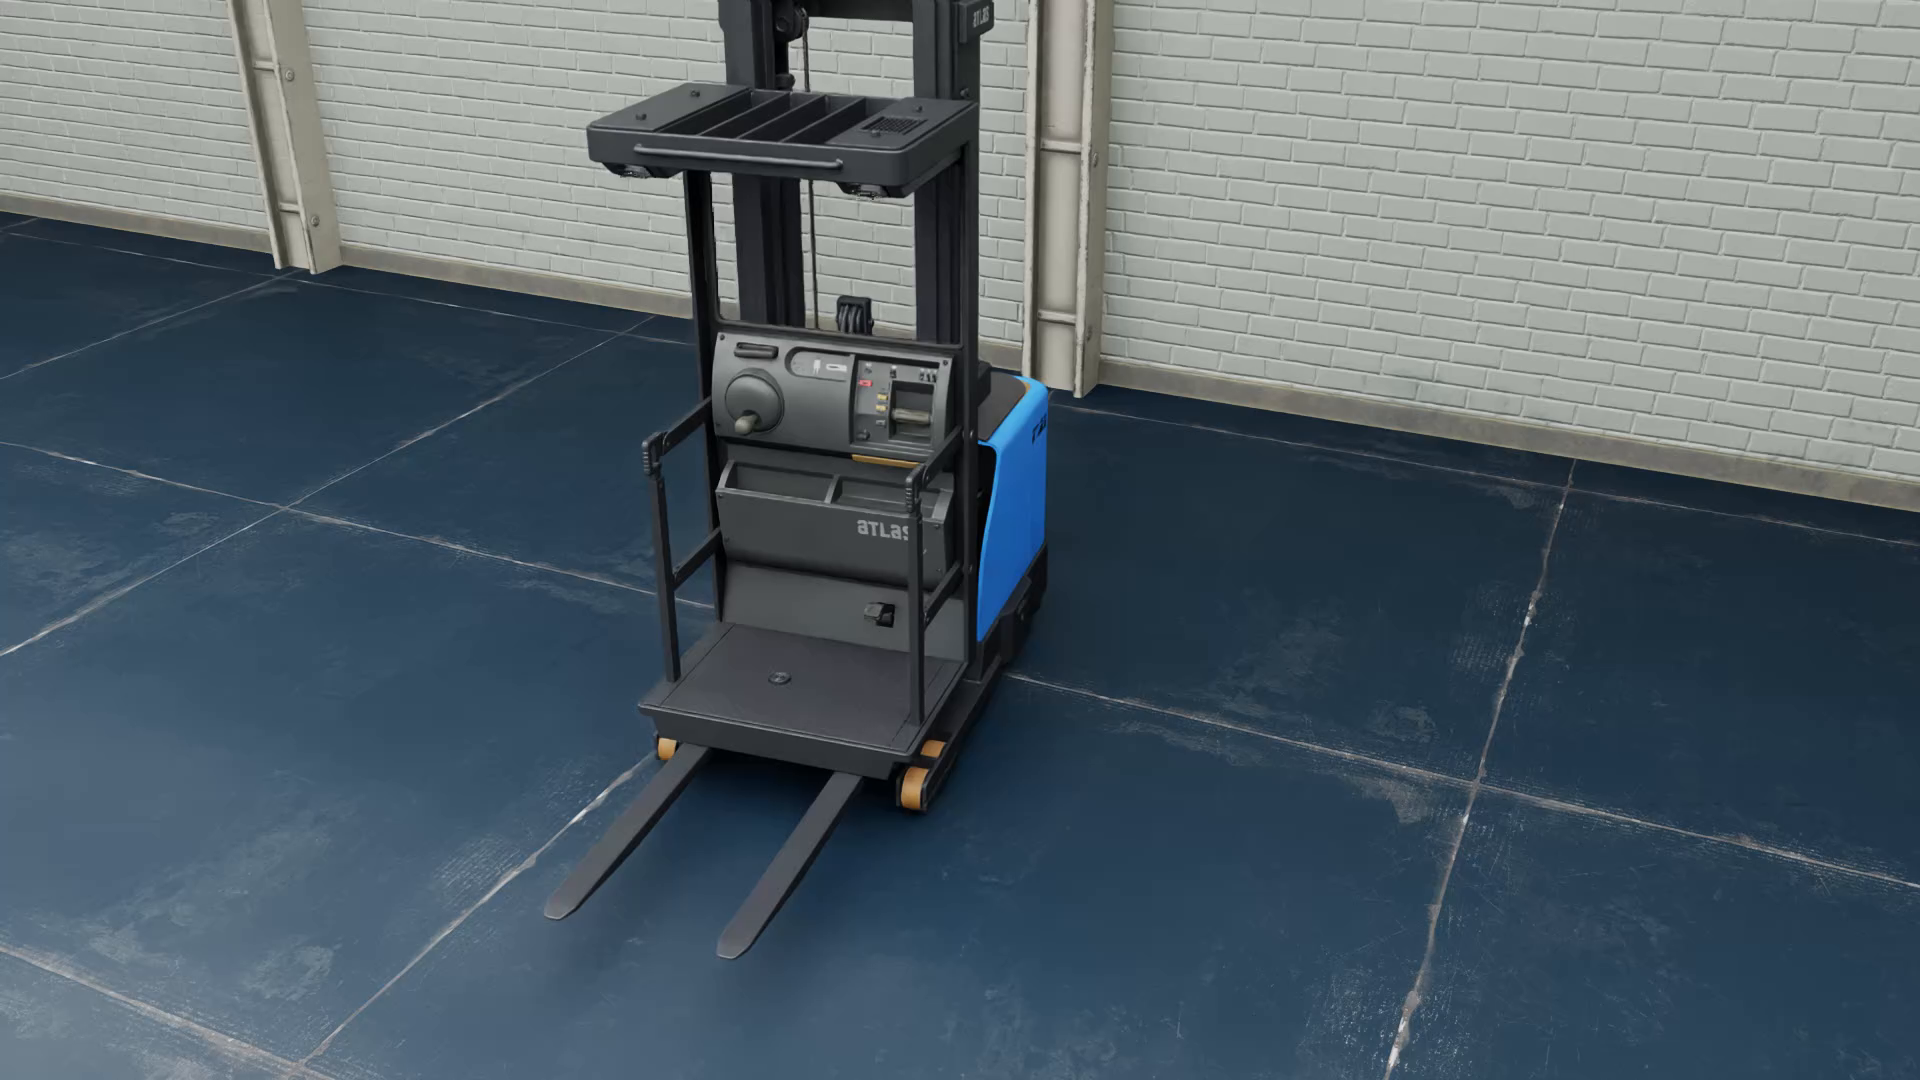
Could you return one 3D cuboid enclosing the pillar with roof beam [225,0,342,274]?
[{"bbox_3d":[-6.629,-4.353,6.903,0.400,9.000,9.100,11,28,22],"label":"pillar with roof beam"}]

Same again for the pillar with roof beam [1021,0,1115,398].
[{"bbox_3d":[-1.167,-3.256,4.675,0.400,9.000,9.100,11,28,22],"label":"pillar with roof beam"}]

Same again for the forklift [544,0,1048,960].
[{"bbox_3d":[-0.543,-0.504,5.956,1.130,2.935,3.031,8,27,16],"label":"forklift"}]
